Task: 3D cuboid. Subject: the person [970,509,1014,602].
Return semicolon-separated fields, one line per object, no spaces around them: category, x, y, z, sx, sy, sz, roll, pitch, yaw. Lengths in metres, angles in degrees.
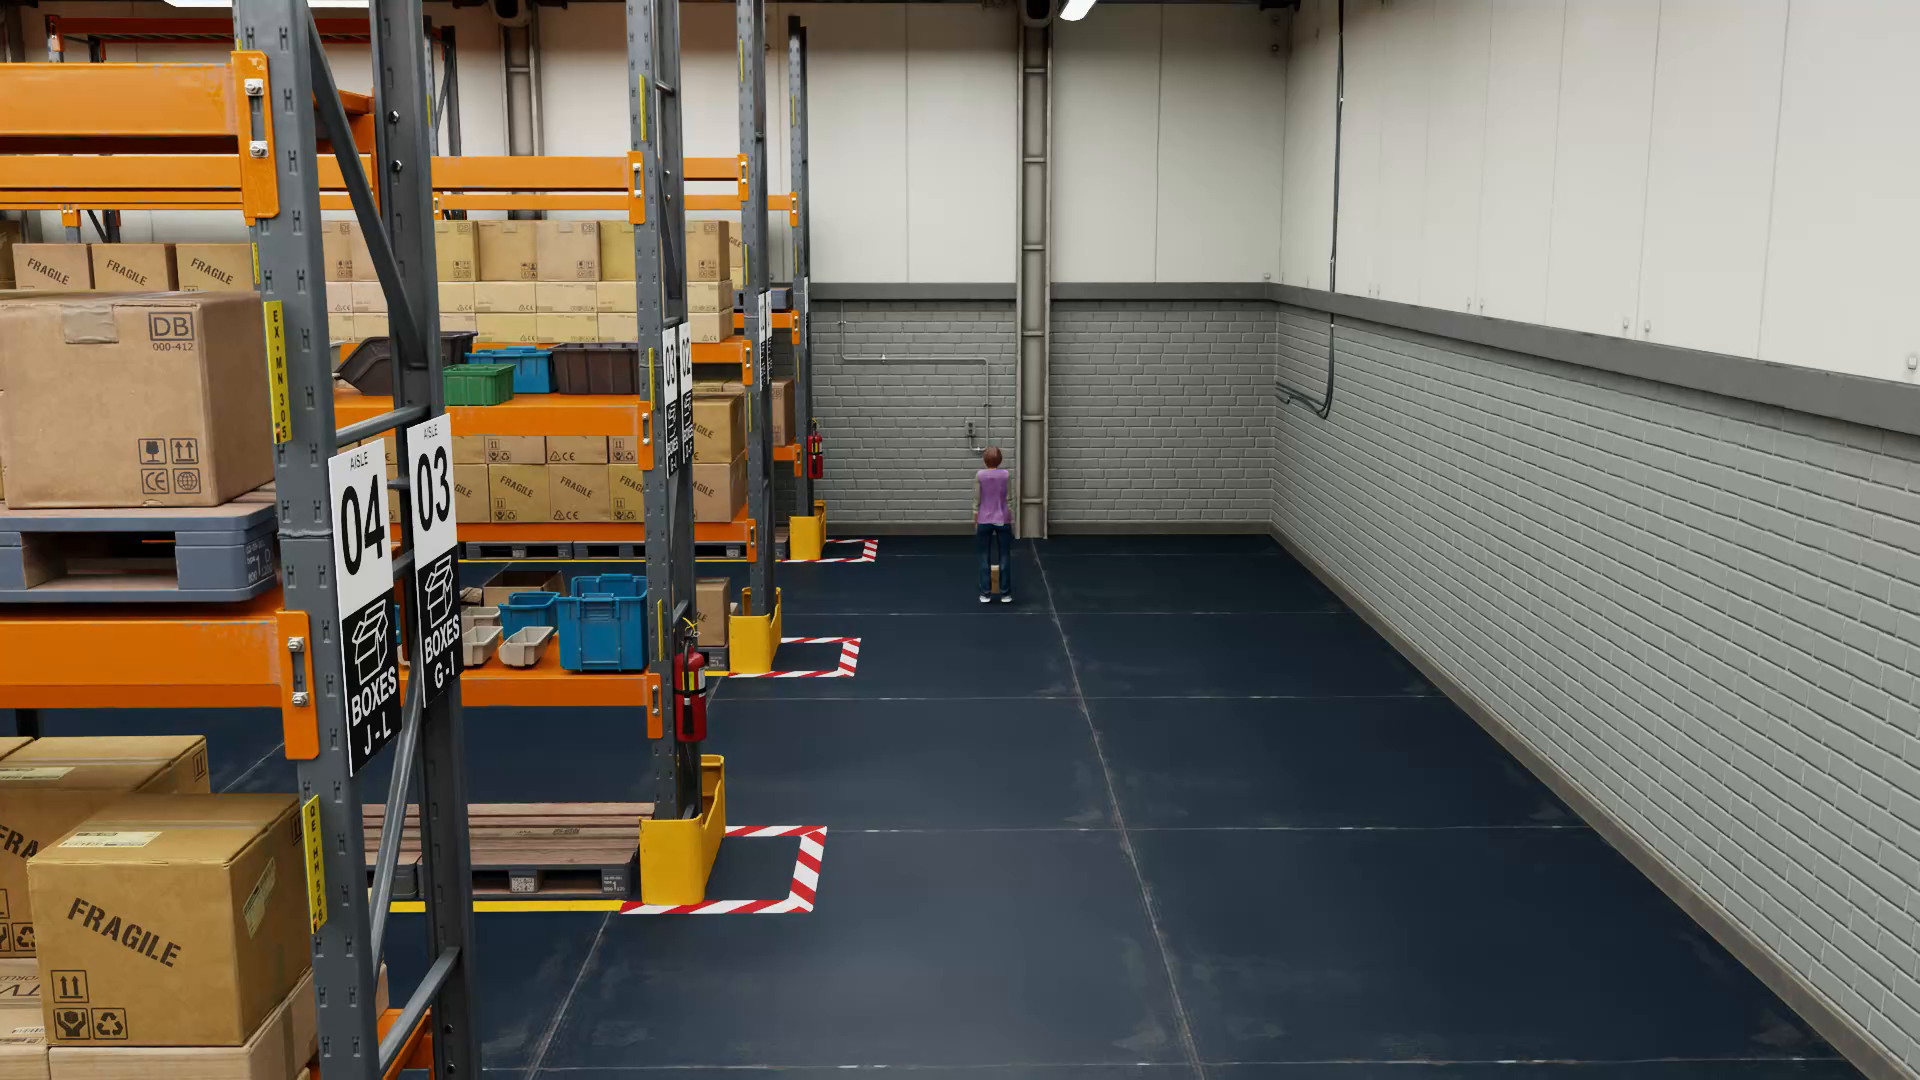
person;0.327;0.174;16.978;0.443;0.878;0.793;0;11;-1
